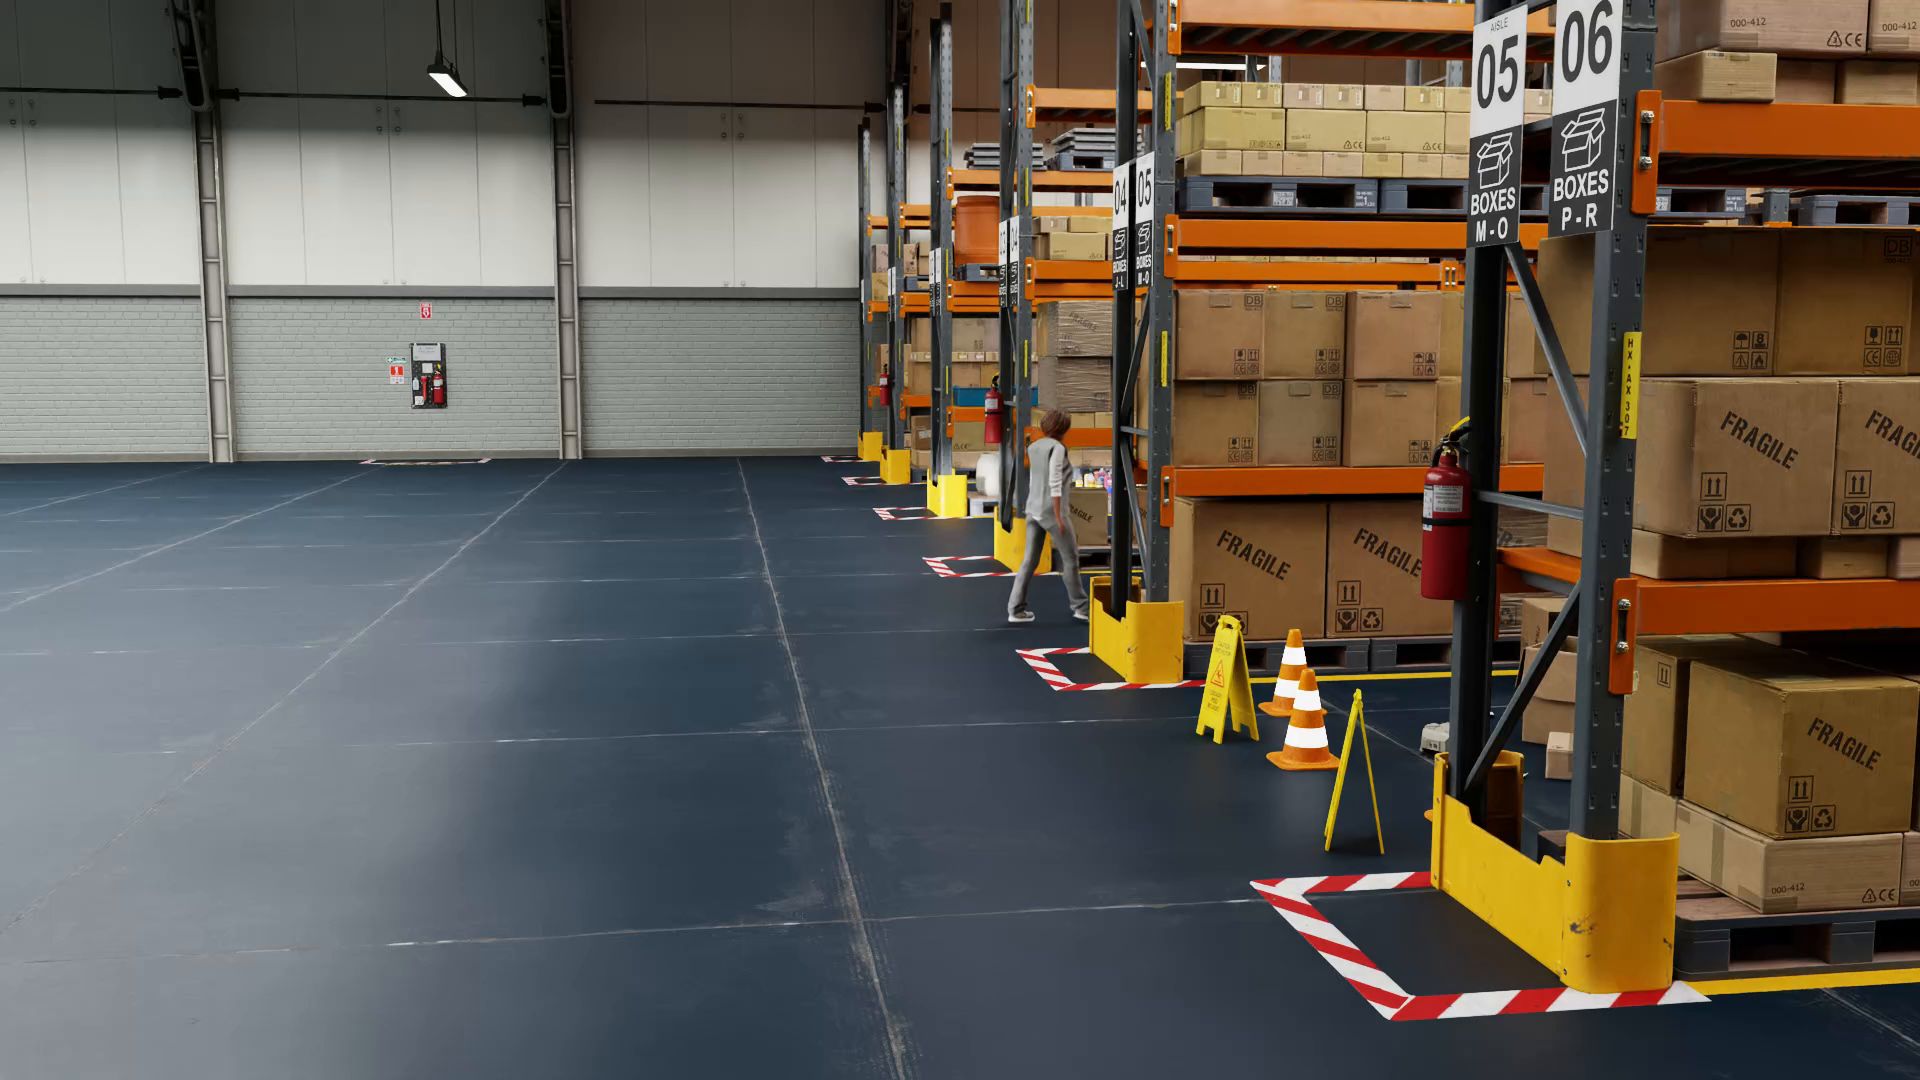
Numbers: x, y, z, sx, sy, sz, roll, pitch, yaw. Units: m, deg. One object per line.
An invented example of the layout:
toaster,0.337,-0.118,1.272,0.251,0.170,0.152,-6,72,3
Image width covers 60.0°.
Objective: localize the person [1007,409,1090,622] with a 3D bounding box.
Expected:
person,0.685,-0.171,12.248,0.781,1.562,0.493,-5,8,-34
